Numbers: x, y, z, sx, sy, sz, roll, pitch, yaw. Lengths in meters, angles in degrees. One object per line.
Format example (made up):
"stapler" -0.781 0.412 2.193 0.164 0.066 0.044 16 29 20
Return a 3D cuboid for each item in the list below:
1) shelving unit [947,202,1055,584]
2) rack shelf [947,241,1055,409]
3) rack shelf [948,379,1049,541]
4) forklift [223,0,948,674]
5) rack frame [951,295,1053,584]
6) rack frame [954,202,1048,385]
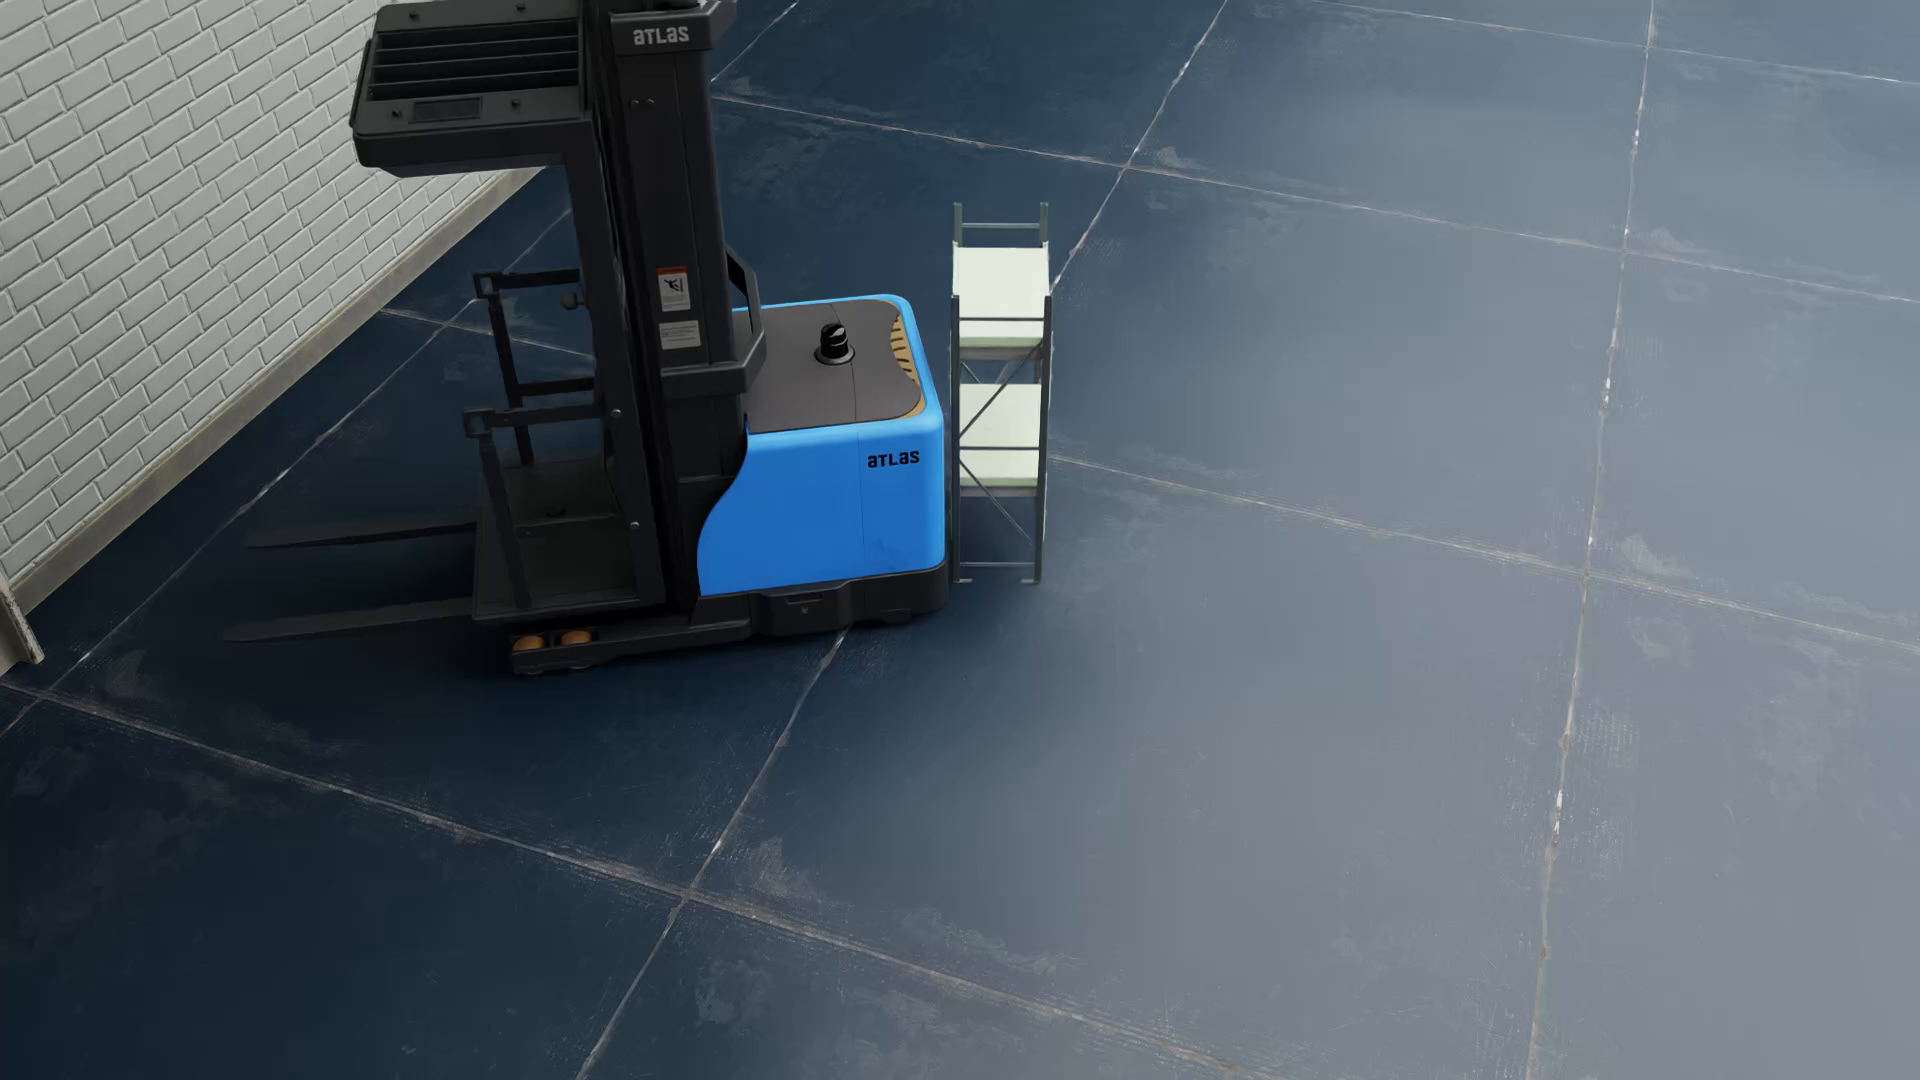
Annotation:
"shelving unit" 0.170 -0.620 7.275 0.431 1.500 0.755 0 40 1
"rack shelf" 0.170 -0.917 7.022 0.431 0.370 0.720 0 40 1
"rack shelf" 0.170 -0.372 7.486 0.431 0.370 0.720 0 40 1
"forklift" -1.619 -0.918 6.522 3.031 2.935 1.130 -7 41 -8
"rack frame" 0.165 -0.383 6.996 0.400 1.500 0.023 0 40 1
"rack frame" 0.174 -0.858 7.553 0.400 1.500 0.023 0 40 1
